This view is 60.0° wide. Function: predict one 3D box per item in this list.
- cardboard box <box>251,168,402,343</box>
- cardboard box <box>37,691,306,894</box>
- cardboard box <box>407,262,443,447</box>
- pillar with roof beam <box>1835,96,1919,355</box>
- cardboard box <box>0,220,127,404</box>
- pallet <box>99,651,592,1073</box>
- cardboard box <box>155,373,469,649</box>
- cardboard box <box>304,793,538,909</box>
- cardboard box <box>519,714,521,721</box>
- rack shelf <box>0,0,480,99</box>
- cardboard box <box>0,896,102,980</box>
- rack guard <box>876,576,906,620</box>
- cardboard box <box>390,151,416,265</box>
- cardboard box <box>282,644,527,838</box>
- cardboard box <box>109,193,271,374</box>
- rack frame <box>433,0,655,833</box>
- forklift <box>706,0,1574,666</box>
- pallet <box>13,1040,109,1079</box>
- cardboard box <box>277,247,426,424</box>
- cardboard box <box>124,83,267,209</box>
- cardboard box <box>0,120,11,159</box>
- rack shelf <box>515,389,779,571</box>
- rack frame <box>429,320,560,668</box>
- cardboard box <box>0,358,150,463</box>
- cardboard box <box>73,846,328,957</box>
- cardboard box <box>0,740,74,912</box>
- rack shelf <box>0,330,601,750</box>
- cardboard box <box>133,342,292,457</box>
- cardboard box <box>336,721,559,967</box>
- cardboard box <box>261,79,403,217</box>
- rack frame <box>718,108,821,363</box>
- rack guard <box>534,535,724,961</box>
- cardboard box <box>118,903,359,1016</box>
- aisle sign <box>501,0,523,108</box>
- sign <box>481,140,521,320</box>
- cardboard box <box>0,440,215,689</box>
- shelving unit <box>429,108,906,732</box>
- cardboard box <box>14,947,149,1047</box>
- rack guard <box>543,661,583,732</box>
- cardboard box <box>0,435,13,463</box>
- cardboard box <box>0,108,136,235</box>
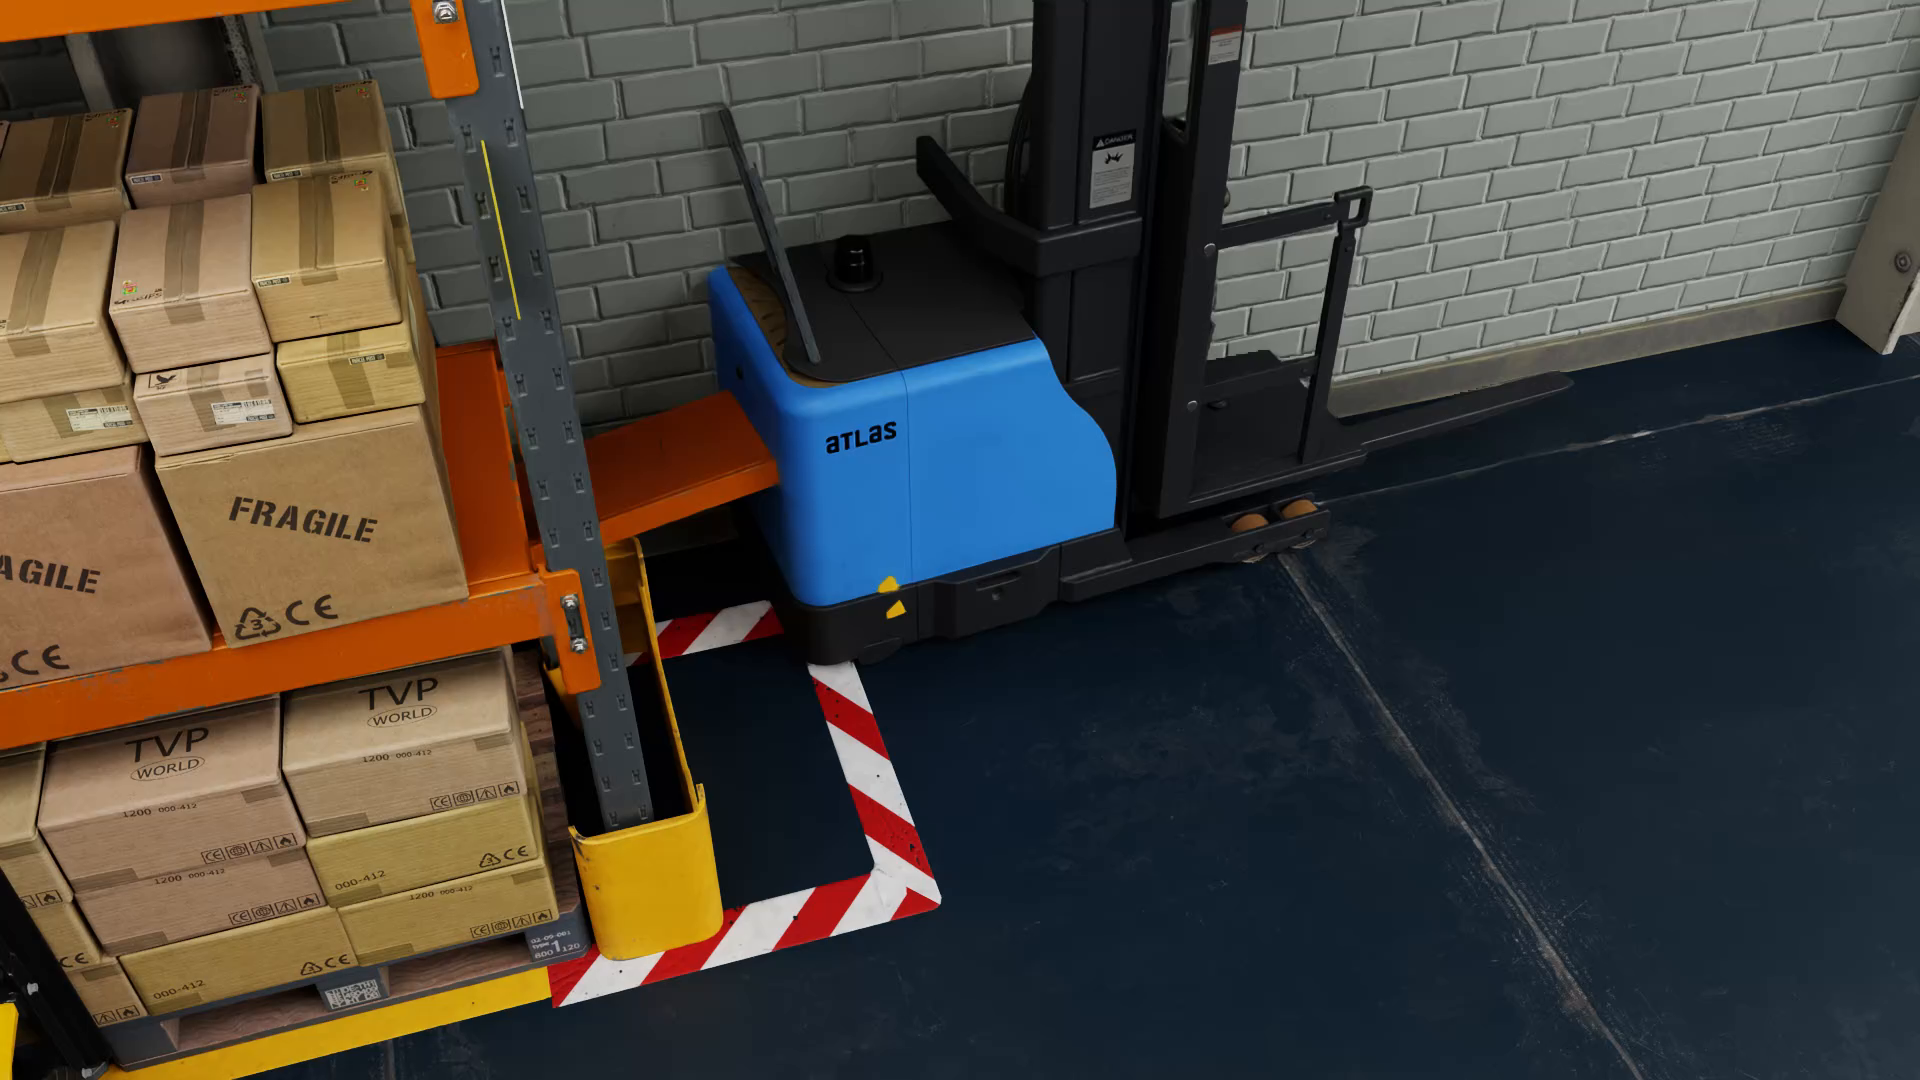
[{"bbox_3d":[-1.272,-0.576,3.335,0.250,0.149,0.380,-12,42,-13],"label":"cardboard box"},{"bbox_3d":[-1.824,0.507,3.901,0.500,0.250,0.500,-11,42,-12],"label":"cardboard box"},{"bbox_3d":[-1.550,-0.499,3.966,0.500,0.500,0.500,-10,42,-12],"label":"cardboard box"},{"bbox_3d":[5.088,-1.557,0.692,0.400,9.000,9.100,-12,42,-13],"label":"pillar with roof beam"},{"bbox_3d":[-1.739,-0.439,3.178,0.250,0.149,0.380,-11,42,-12],"label":"cardboard box"},{"bbox_3d":[-1.711,0.842,4.625,1.213,0.211,1.003,-12,42,-13],"label":"pallet"},{"bbox_3d":[-1.384,-0.161,3.578,0.500,0.500,0.500,-13,43,-14],"label":"cardboard box"},{"bbox_3d":[-1.364,0.596,4.178,0.500,0.250,0.500,-12,43,-14],"label":"cardboard box"},{"bbox_3d":[-1.521,0.466,4.707,0.500,0.250,0.500,-12,42,-13],"label":"cardboard box"},{"bbox_3d":[-2.901,-0.849,2.708,4.000,0.370,1.077,-12,42,-13],"label":"rack shelf"},{"bbox_3d":[-2.332,0.804,3.941,0.500,0.250,0.500,-13,43,-14],"label":"cardboard box"},{"bbox_3d":[-0.307,-0.014,5.319,0.087,0.250,0.587,-20,36,-5],"label":"rack guard"},{"bbox_3d":[-1.395,-0.763,3.774,0.250,0.149,0.380,-13,43,-14],"label":"cardboard box"},{"bbox_3d":[-1.339,0.402,4.020,0.500,0.250,0.500,-10,42,-12],"label":"cardboard box"},{"bbox_3d":[-1.498,-0.508,3.256,0.250,0.149,0.380,-12,42,-13],"label":"cardboard box"},{"bbox_3d":[-0.994,-0.385,3.911,0.127,3.000,1.000,-12,42,-13],"label":"rack frame"},{"bbox_3d":[0.716,-1.334,5.049,3.031,2.935,1.130,-15,43,-17],"label":"forklift"},{"bbox_3d":[-2.872,1.081,4.352,1.213,0.211,1.003,-12,42,-13],"label":"pallet"},{"bbox_3d":[-1.240,-0.423,3.385,0.250,0.149,0.380,-11,42,-12],"label":"cardboard box"},{"bbox_3d":[-1.651,-0.834,3.629,0.250,0.149,0.380,-10,42,-12],"label":"cardboard box"},{"bbox_3d":[-2.126,-0.716,3.494,0.250,0.149,0.380,-11,42,-13],"label":"cardboard box"},{"bbox_3d":[-0.868,-0.195,5.020,1.000,0.185,0.538,-20,36,-5],"label":"rack shelf"},{"bbox_3d":[-1.386,-0.162,4.873,0.032,1.500,0.500,-20,36,-5],"label":"rack frame"},{"bbox_3d":[-1.741,-0.341,3.291,0.250,0.149,0.380,-11,42,-12],"label":"cardboard box"},{"bbox_3d":[-1.846,0.689,4.073,0.500,0.250,0.500,-12,43,-13],"label":"cardboard box"},{"bbox_3d":[-2.303,0.613,3.779,0.500,0.250,0.500,-11,42,-13],"label":"cardboard box"},{"bbox_3d":[-2.901,0.281,3.695,4.000,0.370,1.077,-12,42,-13],"label":"rack shelf"},{"bbox_3d":[-1.475,-0.354,3.306,0.250,0.149,0.380,-11,42,-12],"label":"cardboard box"},{"bbox_3d":[-1.347,0.783,4.344,0.500,0.250,0.500,-11,42,-13],"label":"cardboard box"},{"bbox_3d":[-1.378,-0.847,3.644,0.250,0.149,0.380,-12,43,-14],"label":"cardboard box"},{"bbox_3d":[-0.433,-0.508,4.957,0.032,1.500,0.500,-20,36,-5],"label":"rack frame"},{"bbox_3d":[-0.971,0.551,4.739,0.348,0.500,1.175,-12,42,-13],"label":"rack guard"},{"bbox_3d":[-1.824,0.876,4.239,0.500,0.250,0.500,-12,42,-13],"label":"cardboard box"},{"bbox_3d":[-0.843,-1.193,2.860,0.004,0.787,0.394,-12,42,-13],"label":"aisle sign"},{"bbox_3d":[-0.844,-0.567,3.059,0.005,0.325,0.100,-12,42,-13],"label":"sign"},{"bbox_3d":[-1.882,-0.064,3.468,0.500,0.500,0.500,-10,42,-12],"label":"cardboard box"},{"bbox_3d":[-0.918,-0.332,4.914,1.083,1.500,0.587,-20,36,-5],"label":"shelving unit"},{"bbox_3d":[-2.304,0.969,4.132,0.500,0.250,0.500,-11,42,-13],"label":"cardboard box"},{"bbox_3d":[-1.240,0.325,5.237,0.087,0.250,0.587,-20,36,-5],"label":"rack guard"},{"bbox_3d":[-1.981,-0.299,3.243,0.250,0.149,0.380,-12,43,-13],"label":"cardboard box"},{"bbox_3d":[-1.885,-0.755,3.540,0.250,0.149,0.380,-11,42,-12],"label":"cardboard box"}]
